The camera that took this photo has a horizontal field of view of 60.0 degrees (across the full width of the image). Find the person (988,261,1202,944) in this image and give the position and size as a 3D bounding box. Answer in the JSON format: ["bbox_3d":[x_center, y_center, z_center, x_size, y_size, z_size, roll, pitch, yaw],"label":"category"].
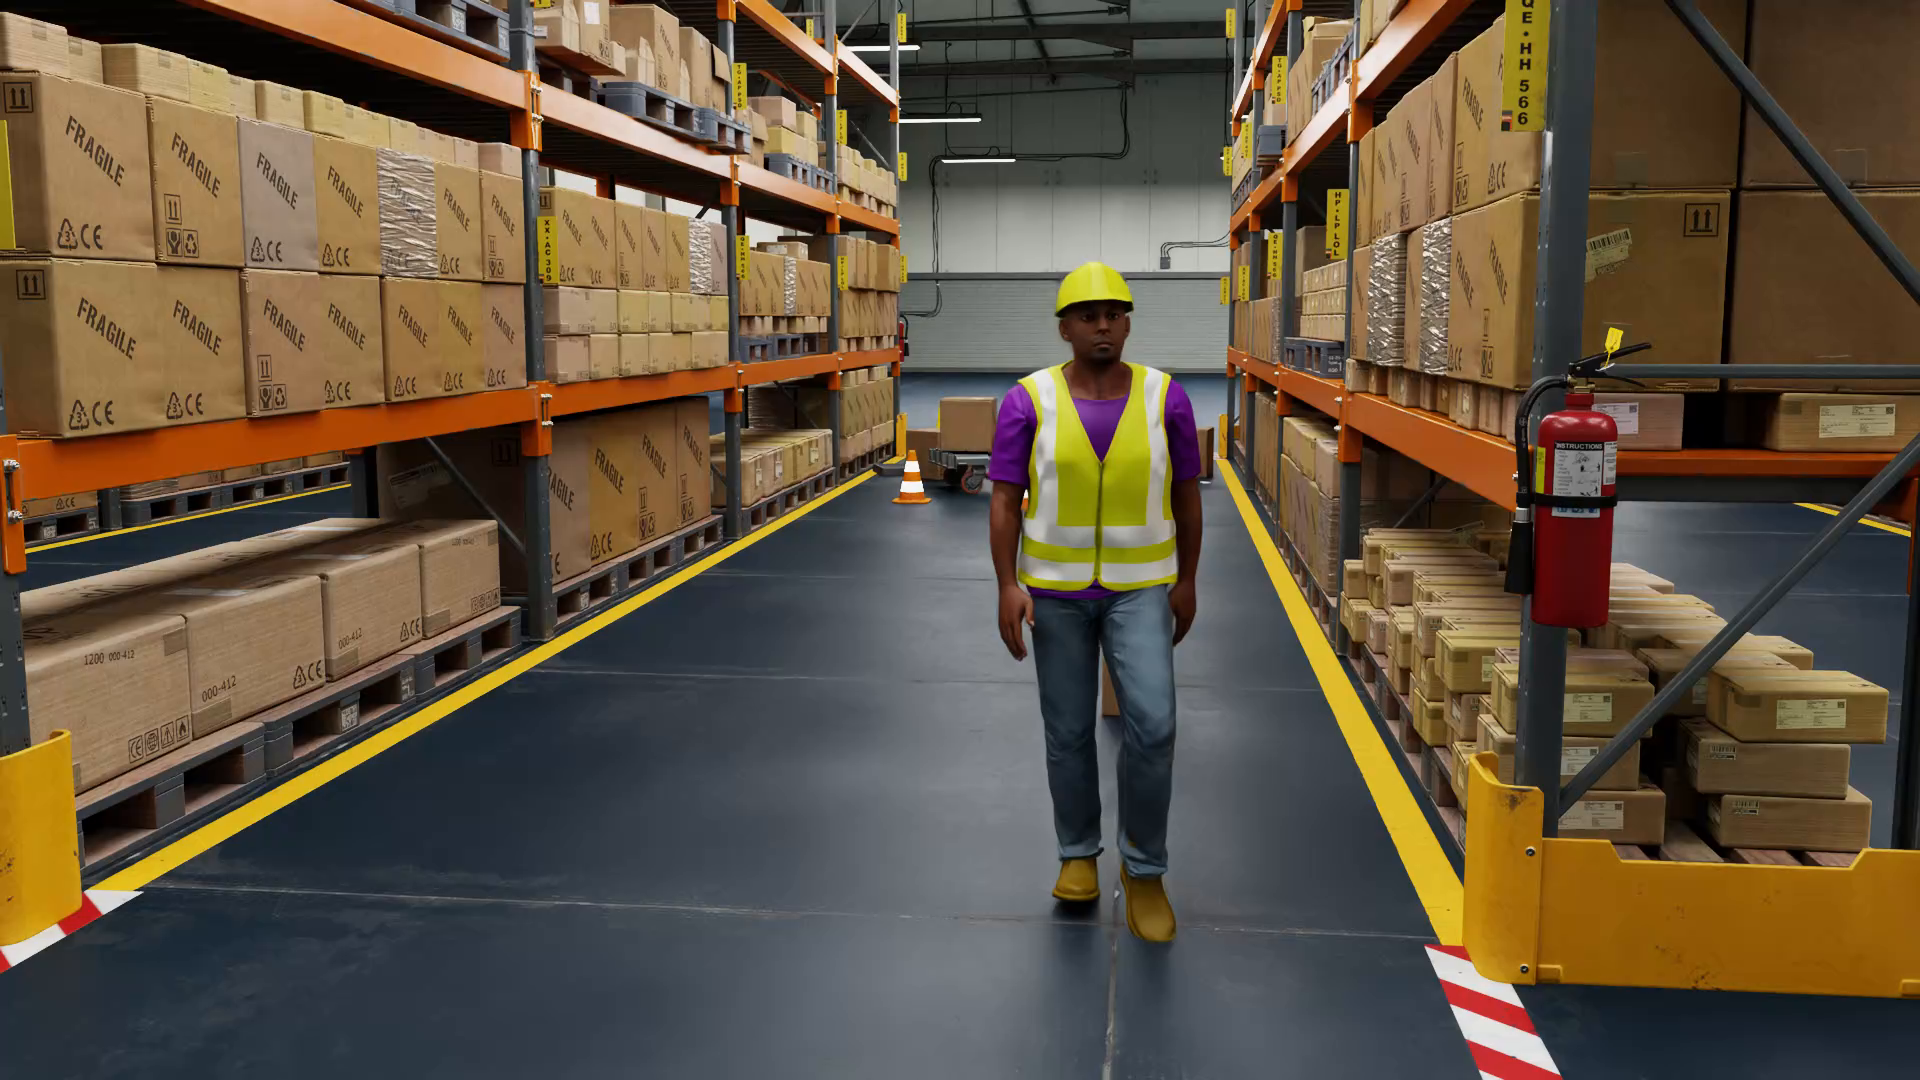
[{"bbox_3d":[0.366,0.164,4.497,0.584,1.809,0.529,1,8,4],"label":"person"}]
